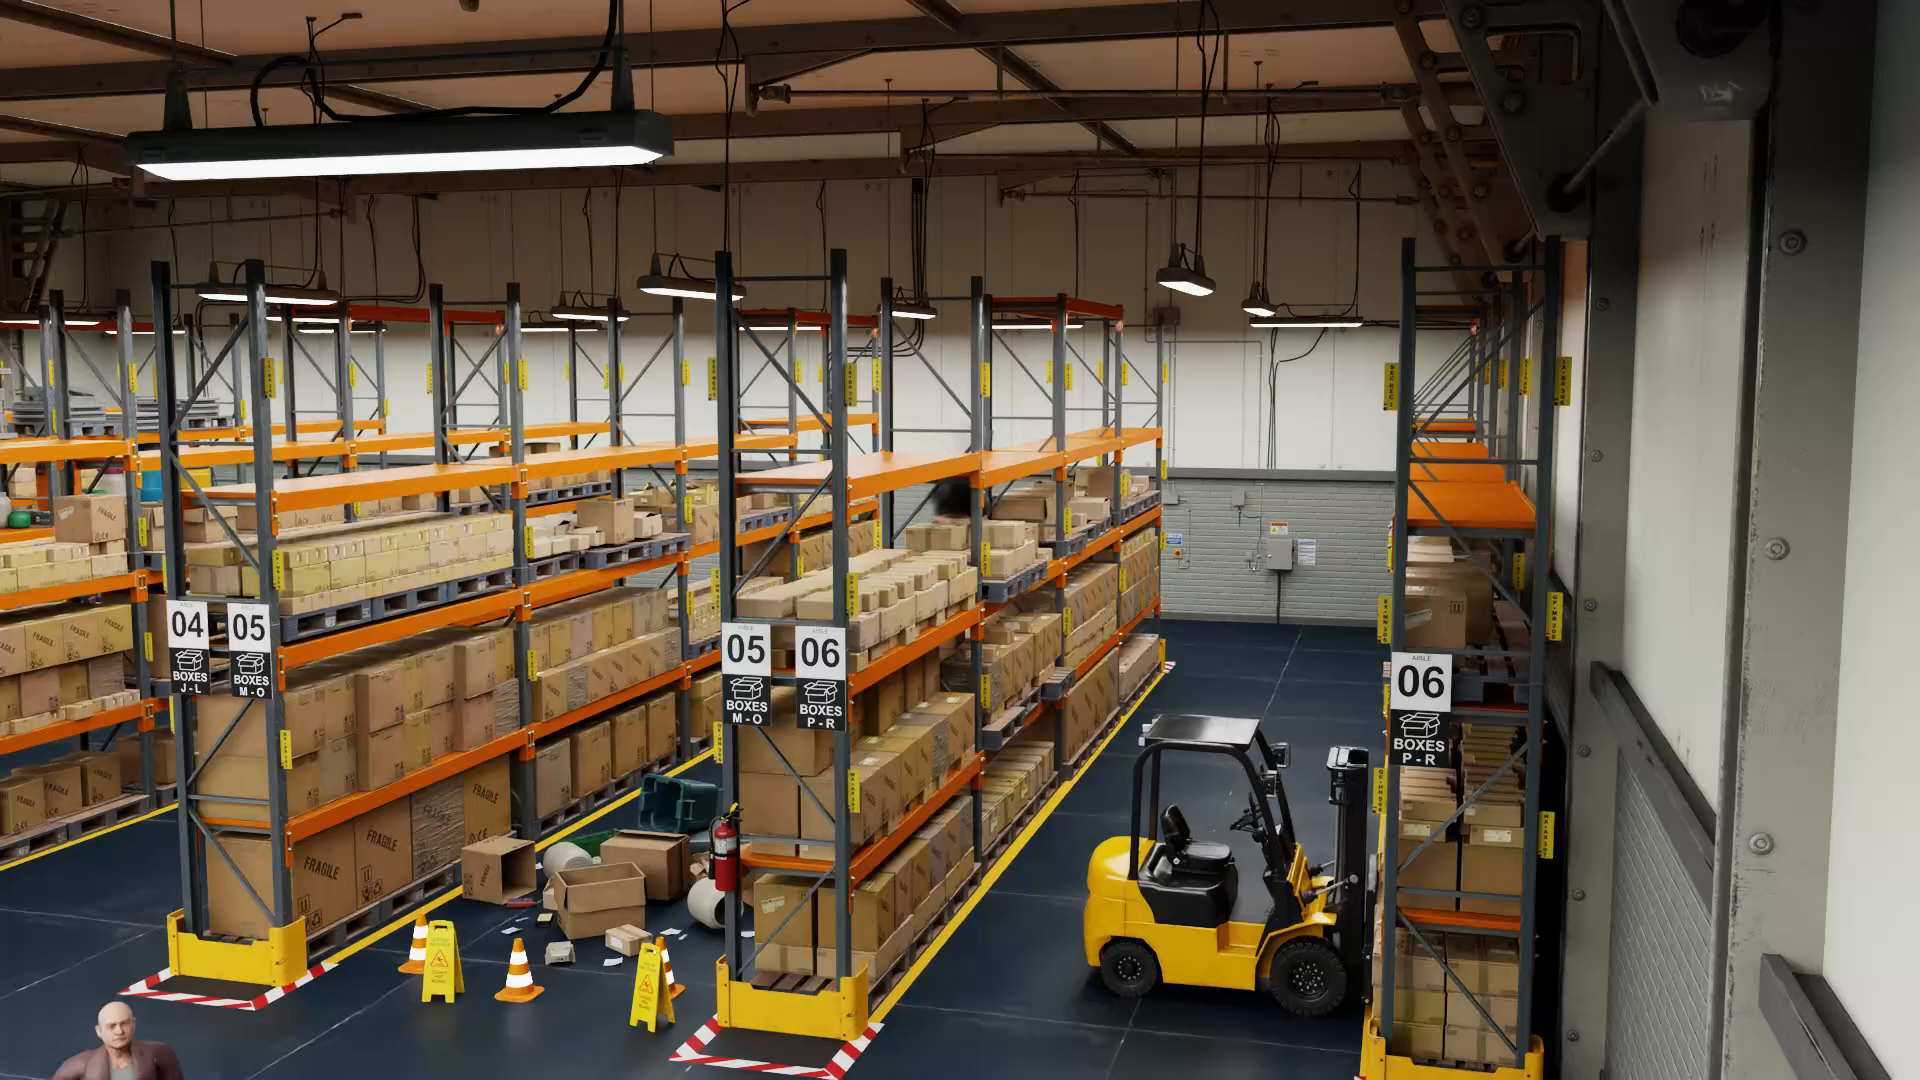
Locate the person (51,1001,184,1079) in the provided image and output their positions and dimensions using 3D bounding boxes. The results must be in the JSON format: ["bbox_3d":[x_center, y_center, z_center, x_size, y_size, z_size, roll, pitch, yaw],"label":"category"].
[{"bbox_3d":[-4.534,3.445,9.012,0.707,1.494,0.633,-5,8,-37],"label":"person"}]
